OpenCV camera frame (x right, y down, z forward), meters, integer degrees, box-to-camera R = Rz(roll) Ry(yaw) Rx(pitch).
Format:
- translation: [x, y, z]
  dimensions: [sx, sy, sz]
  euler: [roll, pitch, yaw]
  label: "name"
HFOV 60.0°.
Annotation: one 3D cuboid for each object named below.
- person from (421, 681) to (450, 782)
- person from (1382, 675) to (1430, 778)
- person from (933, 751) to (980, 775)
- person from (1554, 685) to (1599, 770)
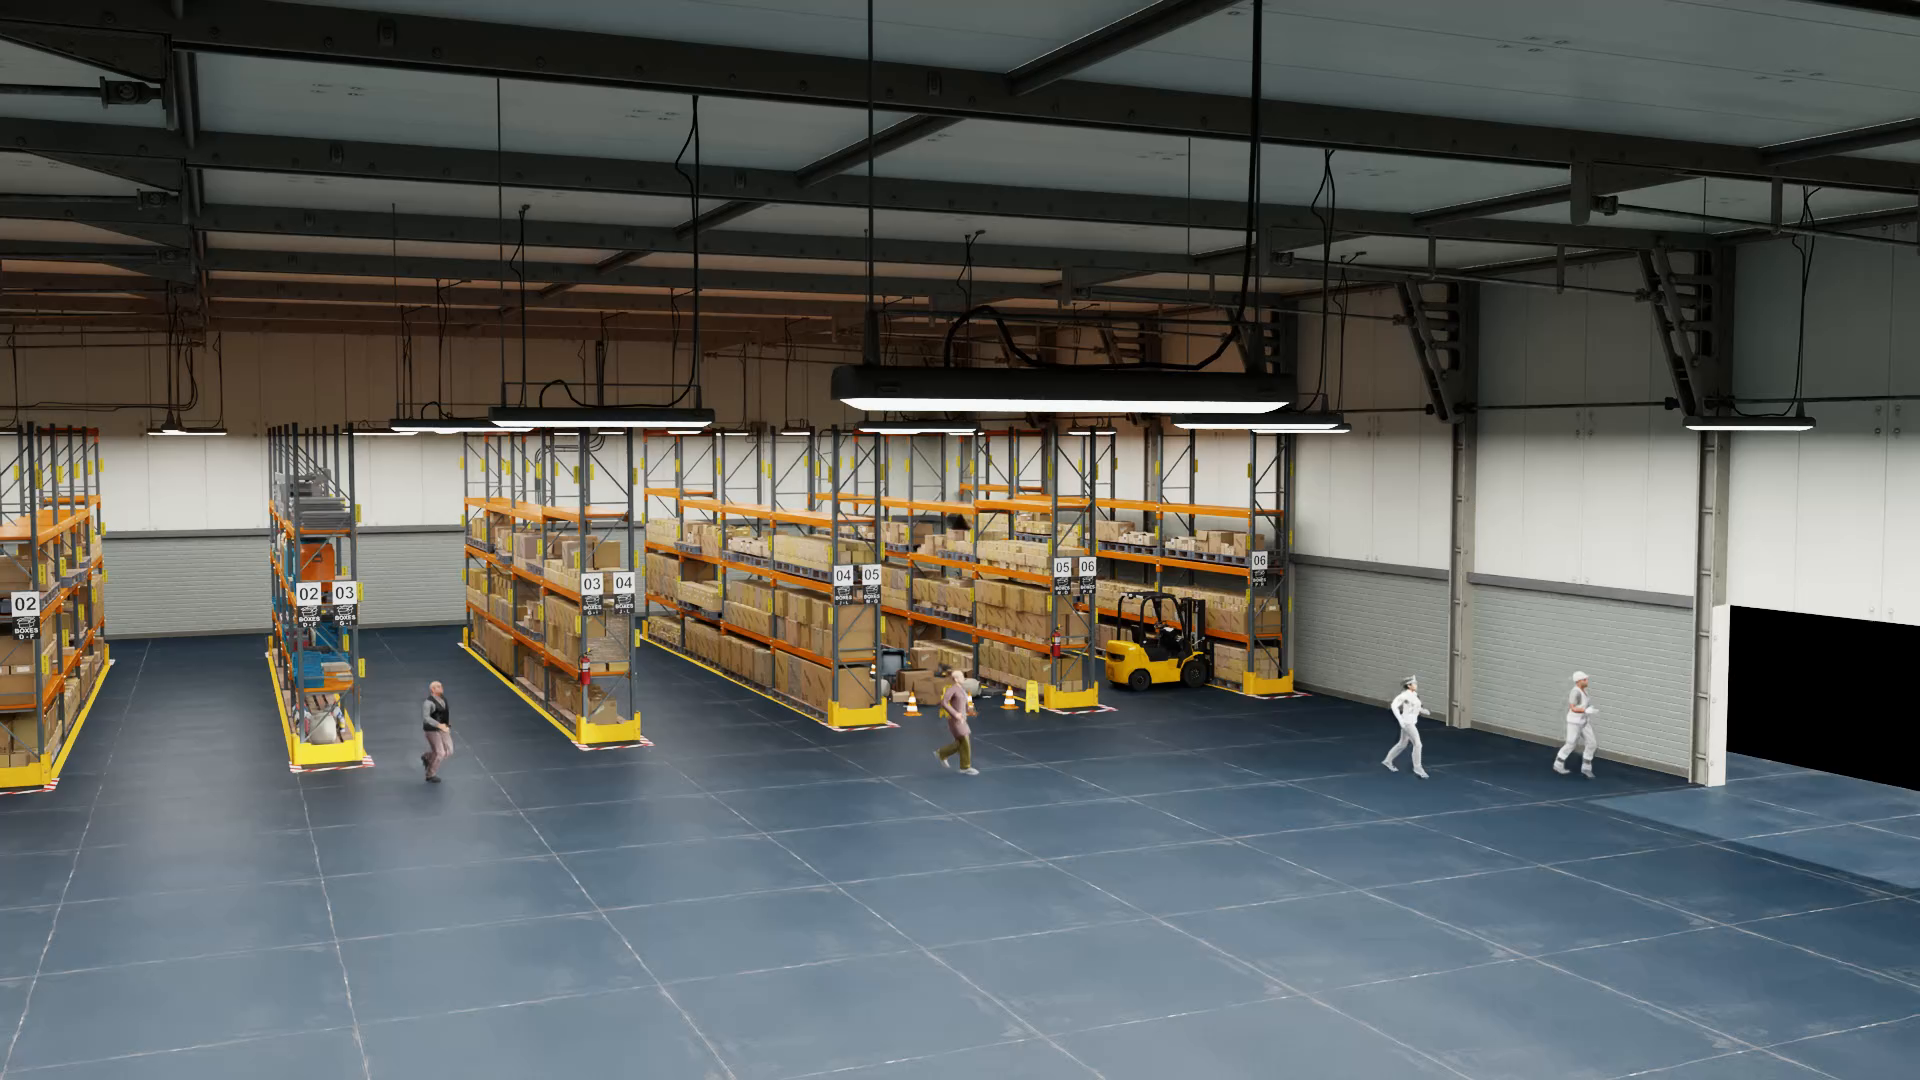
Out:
- translation: [-8.739, 3.190, 27.812]
  dimensions: [0.646, 1.686, 0.584]
  euler: [1, 4, 15]
  label: "person"
- translation: [7.588, 3.153, 28.225]
  dimensions: [0.794, 1.725, 0.440]
  euler: [2, 4, 24]
  label: "person"
- translation: [-0.059, 3.802, 28.480]
  dimensions: [0.861, 0.373, 0.215]
  euler: [1, 4, 17]
  label: "person"
- translation: [10.399, 3.162, 27.978]
  dimensions: [0.766, 1.443, 0.609]
  euler: [3, 5, 43]
  label: "person"
